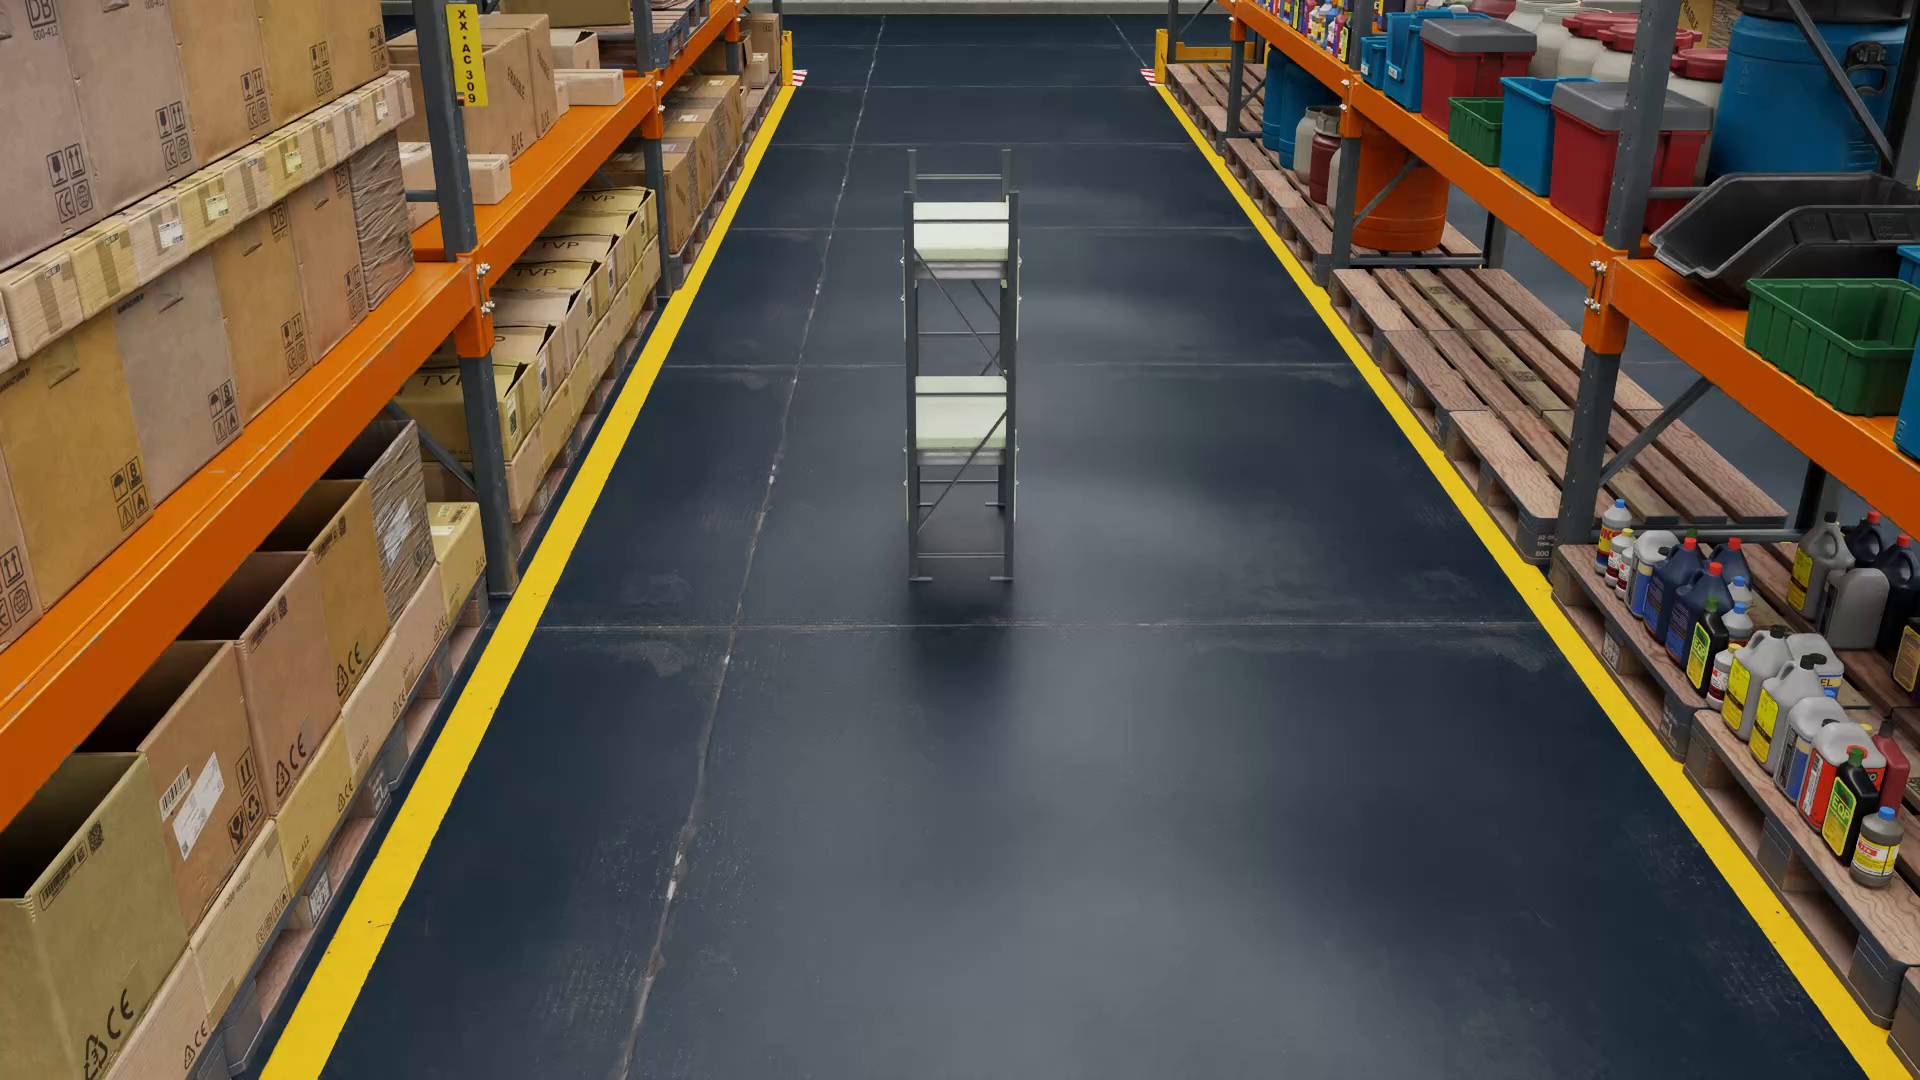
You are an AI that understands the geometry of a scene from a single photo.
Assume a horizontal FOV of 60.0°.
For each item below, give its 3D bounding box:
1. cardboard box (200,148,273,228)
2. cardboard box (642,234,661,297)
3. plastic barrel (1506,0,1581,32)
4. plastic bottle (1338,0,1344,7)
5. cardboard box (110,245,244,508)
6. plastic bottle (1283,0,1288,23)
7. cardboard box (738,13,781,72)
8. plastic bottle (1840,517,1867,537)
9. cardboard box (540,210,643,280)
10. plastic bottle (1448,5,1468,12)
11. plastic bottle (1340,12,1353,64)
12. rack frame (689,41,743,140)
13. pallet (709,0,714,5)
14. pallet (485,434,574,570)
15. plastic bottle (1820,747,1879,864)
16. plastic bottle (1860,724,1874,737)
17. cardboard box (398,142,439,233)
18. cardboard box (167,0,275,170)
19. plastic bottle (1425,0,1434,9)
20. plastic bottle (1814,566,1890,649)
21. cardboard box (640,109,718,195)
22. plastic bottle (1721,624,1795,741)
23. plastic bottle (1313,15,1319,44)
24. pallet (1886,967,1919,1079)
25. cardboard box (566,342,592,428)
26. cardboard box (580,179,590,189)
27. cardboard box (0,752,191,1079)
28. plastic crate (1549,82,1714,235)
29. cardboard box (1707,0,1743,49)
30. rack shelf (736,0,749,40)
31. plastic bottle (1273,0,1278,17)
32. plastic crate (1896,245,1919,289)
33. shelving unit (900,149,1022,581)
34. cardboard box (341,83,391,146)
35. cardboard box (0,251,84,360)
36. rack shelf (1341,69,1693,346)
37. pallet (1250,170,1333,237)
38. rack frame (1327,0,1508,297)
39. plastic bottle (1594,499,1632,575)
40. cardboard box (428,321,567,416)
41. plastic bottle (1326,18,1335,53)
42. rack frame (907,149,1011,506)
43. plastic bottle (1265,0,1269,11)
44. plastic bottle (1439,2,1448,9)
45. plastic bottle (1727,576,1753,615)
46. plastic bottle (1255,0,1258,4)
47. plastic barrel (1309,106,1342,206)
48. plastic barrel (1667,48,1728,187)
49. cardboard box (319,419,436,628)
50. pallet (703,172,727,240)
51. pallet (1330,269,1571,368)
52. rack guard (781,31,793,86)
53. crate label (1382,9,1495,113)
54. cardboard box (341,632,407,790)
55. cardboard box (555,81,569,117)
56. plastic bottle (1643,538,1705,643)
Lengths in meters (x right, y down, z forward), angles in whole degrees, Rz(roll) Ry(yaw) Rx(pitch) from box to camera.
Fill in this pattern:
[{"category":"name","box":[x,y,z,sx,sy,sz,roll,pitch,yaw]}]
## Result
[{"category":"cardboard box","box":[-1.959,-0.878,4.142,0.380,0.149,0.250,0,24,1]},{"category":"cardboard box","box":[-1.982,-1.542,9.346,0.500,0.250,0.500,0,24,1]},{"category":"plastic barrel","box":[2.946,-2.468,8.431,0.421,0.512,0.421,0,24,0]},{"category":"plastic bottle","box":[2.871,-4.088,12.208,0.144,0.351,0.185,0,24,-1]},{"category":"cardboard box","box":[-2.156,-0.398,3.870,0.700,0.500,0.500,0,24,1]},{"category":"plastic bottle","box":[2.288,-3.712,11.473,0.097,0.271,0.097,0,24,0]},{"category":"cardboard box","box":[-2.067,-4.954,16.563,0.500,0.500,0.500,0,24,-1]},{"category":"plastic bottle","box":[3.100,0.042,5.778,0.061,0.283,0.133,1,24,2]},{"category":"cardboard box","box":[-1.968,-1.584,8.759,0.500,0.311,0.500,-1,24,-1]},{"category":"plastic bottle","box":[3.035,-3.154,10.233,0.152,0.276,0.135,0,24,-1]},{"category":"plastic bottle","box":[2.290,-2.951,9.777,0.061,0.283,0.133,0,24,-1]},{"category":"rack frame","box":[-2.275,-4.467,12.987,1.000,3.000,0.127,0,24,-1]},{"category":"pallet","box":[-2.376,-4.050,12.298,1.003,0.211,1.213,0,24,-1]},{"category":"pallet","box":[-2.235,-0.204,6.944,1.003,0.211,1.213,0,24,-1]},{"category":"plastic bottle","box":[2.331,0.691,4.344,0.061,0.283,0.133,0,24,1]},{"category":"plastic bottle","box":[2.498,0.607,4.630,0.097,0.201,0.097,0,24,0]},{"category":"cardboard box","box":[-2.237,-1.305,6.178,0.500,0.250,0.500,1,24,3]},{"category":"cardboard box","box":[-2.165,-1.210,4.090,0.700,0.500,0.500,0,24,-1]},{"category":"plastic bottle","box":[3.056,-3.390,10.761,0.097,0.271,0.097,0,24,0]},{"category":"plastic bottle","box":[2.914,0.203,5.432,0.152,0.276,0.135,0,24,-1]},{"category":"cardboard box","box":[-1.974,-2.707,11.594,0.500,0.500,0.500,-1,24,-2]},{"category":"plastic bottle","box":[2.365,0.402,4.901,0.144,0.351,0.185,0,24,-1]},{"category":"plastic bottle","box":[2.299,-3.257,10.553,0.097,0.201,0.097,0,24,0]},{"category":"pallet","box":[2.757,1.361,3.484,1.003,0.211,1.213,0,24,-1]},{"category":"cardboard box","box":[-1.957,-0.701,7.486,0.500,0.250,0.500,-1,24,-2]},{"category":"cardboard box","box":[-2.477,-2.265,10.617,0.500,0.500,0.500,1,24,2]},{"category":"cardboard box","box":[-1.935,0.769,3.326,0.500,0.500,0.500,0,24,-1]},{"category":"plastic crate","box":[2.454,-1.419,6.169,0.402,0.464,0.583,0,24,-1]},{"category":"cardboard box","box":[7.684,-4.743,15.667,0.875,0.875,0.875,0,24,-1]},{"category":"rack shelf","box":[-2.297,-4.964,14.958,1.077,0.370,4.000,0,24,-1]},{"category":"plastic bottle","box":[2.312,-3.857,11.790,0.152,0.276,0.135,0,24,-1]},{"category":"plastic crate","box":[3.049,-0.669,4.769,0.499,0.251,0.616,0,24,-1]},{"category":"shelving unit","box":[0.000,-0.681,6.435,0.431,1.500,0.755,0,24,-1]},{"category":"cardboard box","box":[-1.970,-1.299,5.073,0.380,0.149,0.250,-1,24,-2]},{"category":"cardboard box","box":[-1.946,-0.452,3.200,0.380,0.149,0.250,-1,24,-2]},{"category":"rack shelf","box":[2.743,-1.688,7.715,1.077,0.370,4.000,0,24,-1]},{"category":"pallet","box":[2.661,-2.395,11.790,1.003,0.211,1.213,0,24,-1]},{"category":"rack frame","box":[2.721,-2.840,9.389,1.000,3.000,0.127,0,24,-1]},{"category":"plastic bottle","box":[2.330,-0.016,5.921,0.097,0.271,0.097,0,24,0]},{"category":"cardboard box","box":[-1.944,-0.742,6.898,0.500,0.311,0.500,-1,24,-1]},{"category":"plastic bottle","box":[2.304,-3.097,10.198,0.097,0.201,0.097,0,24,0]},{"category":"rack frame","box":[-0.004,-0.831,6.768,0.400,1.500,0.023,0,24,-1]},{"category":"plastic bottle","box":[2.281,-3.966,12.121,0.097,0.201,0.097,0,24,0]},{"category":"plastic bottle","box":[3.000,-3.199,10.340,0.097,0.271,0.097,0,24,0]},{"category":"plastic bottle","box":[2.481,0.245,5.346,0.097,0.271,0.097,0,24,0]},{"category":"plastic bottle","box":[2.276,-4.142,12.509,0.097,0.201,0.097,0,24,0]},{"category":"plastic barrel","box":[2.687,-2.599,11.274,0.600,0.588,0.708,0,24,-1]},{"category":"plastic barrel","box":[2.974,-1.649,6.590,0.433,0.535,0.433,0,24,0]},{"category":"cardboard box","box":[-1.971,-0.055,5.148,0.500,0.500,0.500,0,24,-1]},{"category":"pallet","box":[-2.213,-2.358,11.707,1.003,0.211,1.213,0,24,-1]},{"category":"pallet","box":[2.691,-1.250,9.257,1.003,0.211,1.213,0,24,-1]},{"category":"rack guard","box":[-2.318,-4.945,17.078,1.175,0.500,0.348,0,24,-1]},{"category":"crate label","box":[2.462,-2.445,8.474,0.502,0.435,0.616,0,24,-1]},{"category":"cardboard box","box":[-1.949,0.493,4.847,0.500,0.250,0.500,0,24,-1]},{"category":"cardboard box","box":[-2.162,-2.179,8.233,0.380,0.149,0.250,2,24,3]},{"category":"plastic bottle","box":[2.359,0.149,5.460,0.144,0.351,0.185,0,24,1]}]
